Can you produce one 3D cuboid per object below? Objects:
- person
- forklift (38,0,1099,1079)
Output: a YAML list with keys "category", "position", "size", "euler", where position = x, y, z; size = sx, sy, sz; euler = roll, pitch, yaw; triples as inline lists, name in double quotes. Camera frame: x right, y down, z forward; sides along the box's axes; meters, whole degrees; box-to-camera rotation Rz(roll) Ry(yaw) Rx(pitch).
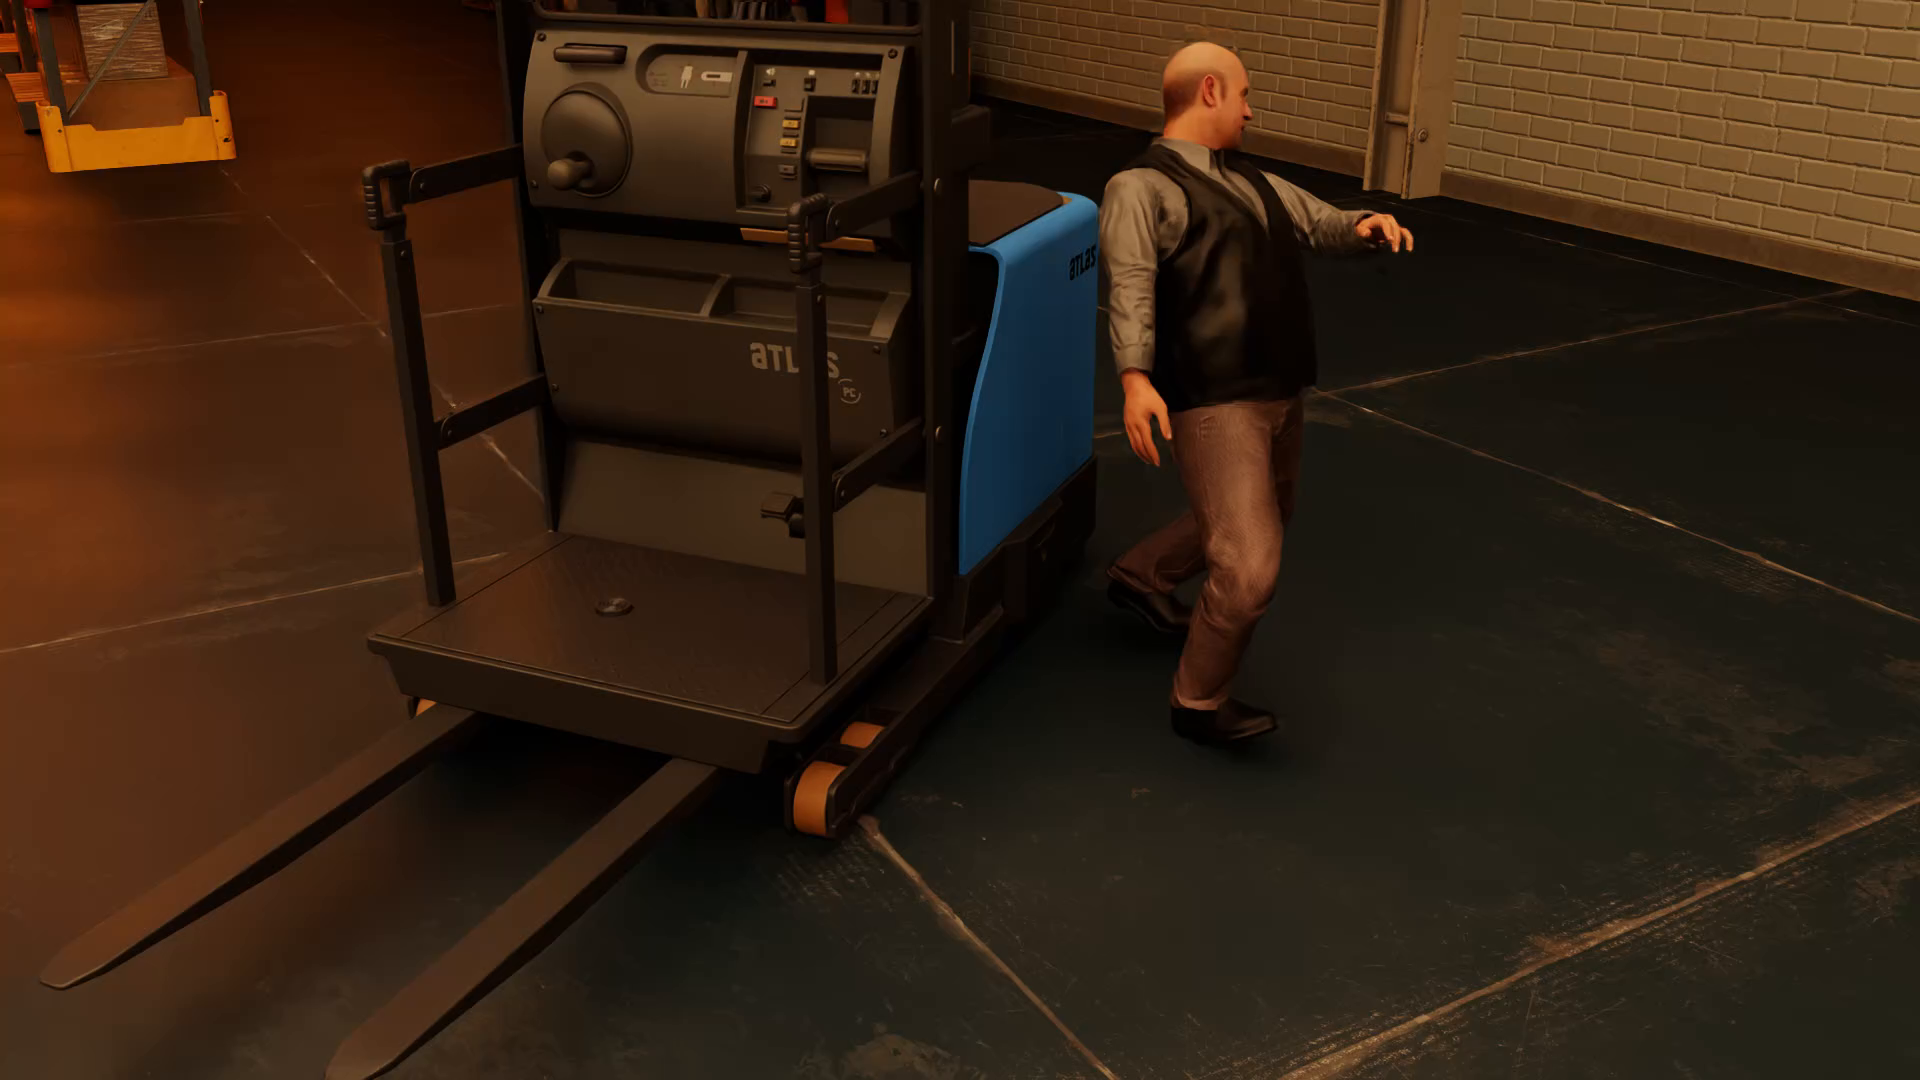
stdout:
- category: "person"
  position: [0.593, -0.304, 3.819]
  size: [0.833, 1.557, 0.849]
  euler: [13, 26, 28]
- category: "forklift"
  position: [-0.636, -0.897, 3.461]
  size: [1.130, 2.935, 3.031]
  euler: [9, 24, 21]
